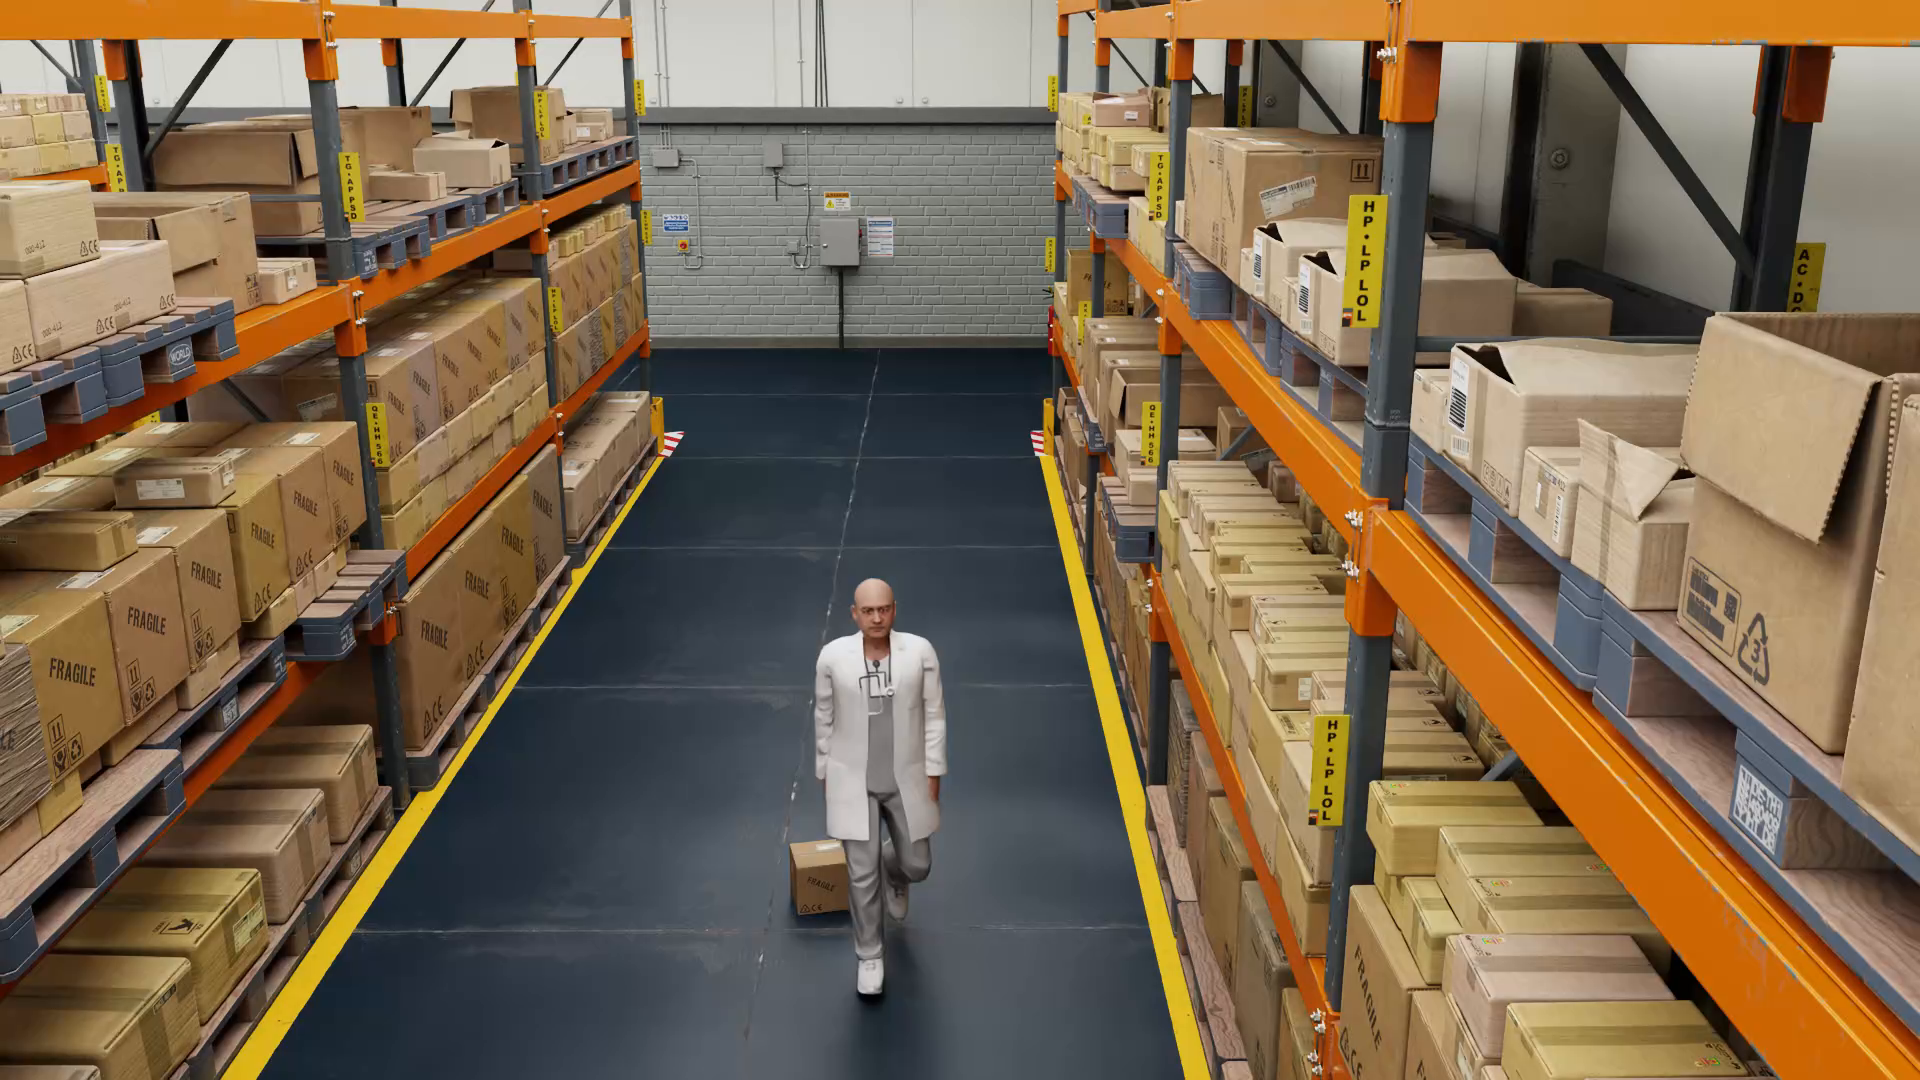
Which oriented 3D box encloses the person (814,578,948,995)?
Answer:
[{"bbox_3d":[-0.341,1.006,7.198,0.570,1.755,0.794,-2,17,-7],"label":"person"}]
